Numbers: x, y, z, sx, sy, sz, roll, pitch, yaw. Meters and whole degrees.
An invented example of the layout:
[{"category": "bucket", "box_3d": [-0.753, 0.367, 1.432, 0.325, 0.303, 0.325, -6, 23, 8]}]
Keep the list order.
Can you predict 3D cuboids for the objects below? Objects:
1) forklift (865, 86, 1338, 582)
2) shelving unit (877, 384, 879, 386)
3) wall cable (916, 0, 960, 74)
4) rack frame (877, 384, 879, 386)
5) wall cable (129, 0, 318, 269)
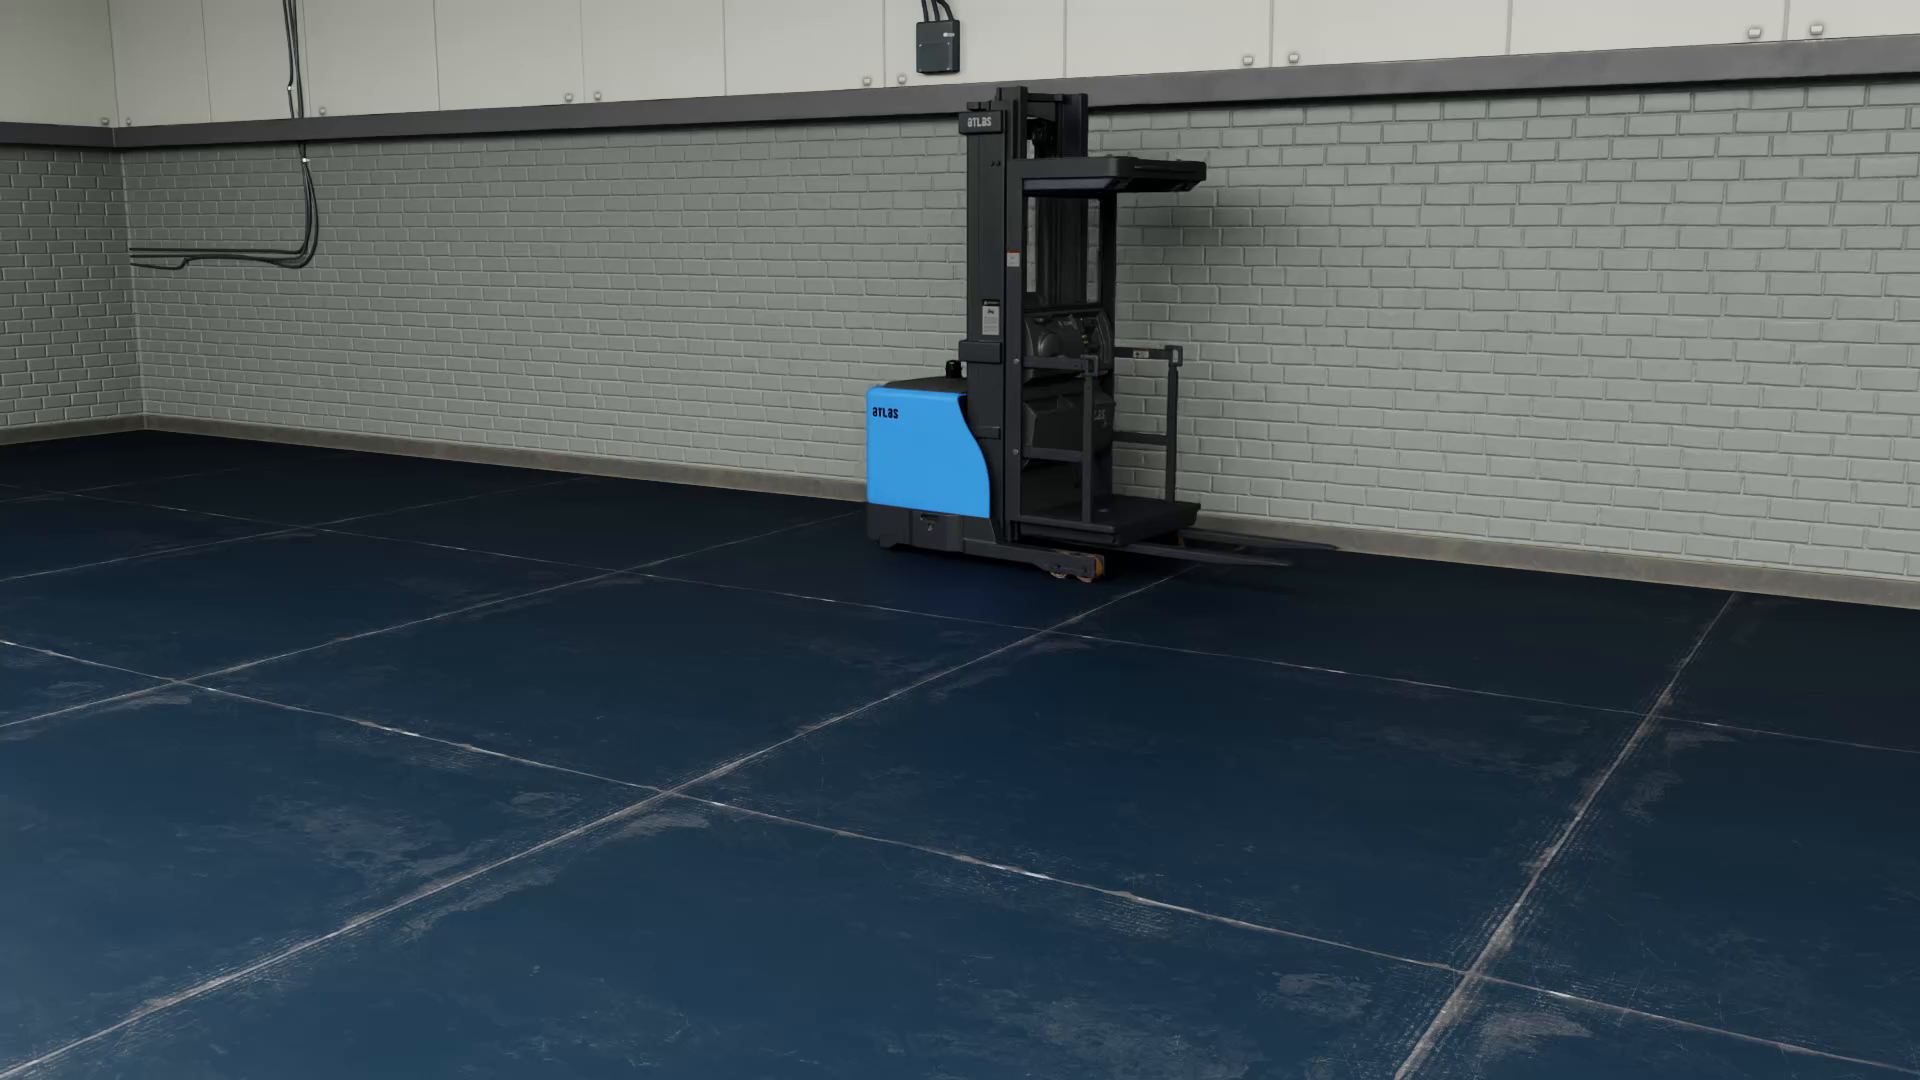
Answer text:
[{"category": "forklift", "box_3d": [0.850, -1.296, 10.326, 3.031, 2.935, 1.130, 8, 13, 36]}, {"category": "shelving unit", "box_3d": [-0.416, -0.562, 11.519, 0.215, 1.050, 0.252, 8, 13, 35]}, {"category": "wall cable", "box_3d": [0.688, -6.218, 10.886, 2.305, 6.003, 0.169, 6, 12, 31]}, {"category": "rack frame", "box_3d": [-0.488, -0.544, 11.422, 0.200, 1.050, 0.008, 8, 13, 35]}, {"category": "wall cable", "box_3d": [-7.417, -3.930, 16.343, 3.097, 2.526, 0.112, 6, 12, 31]}]
